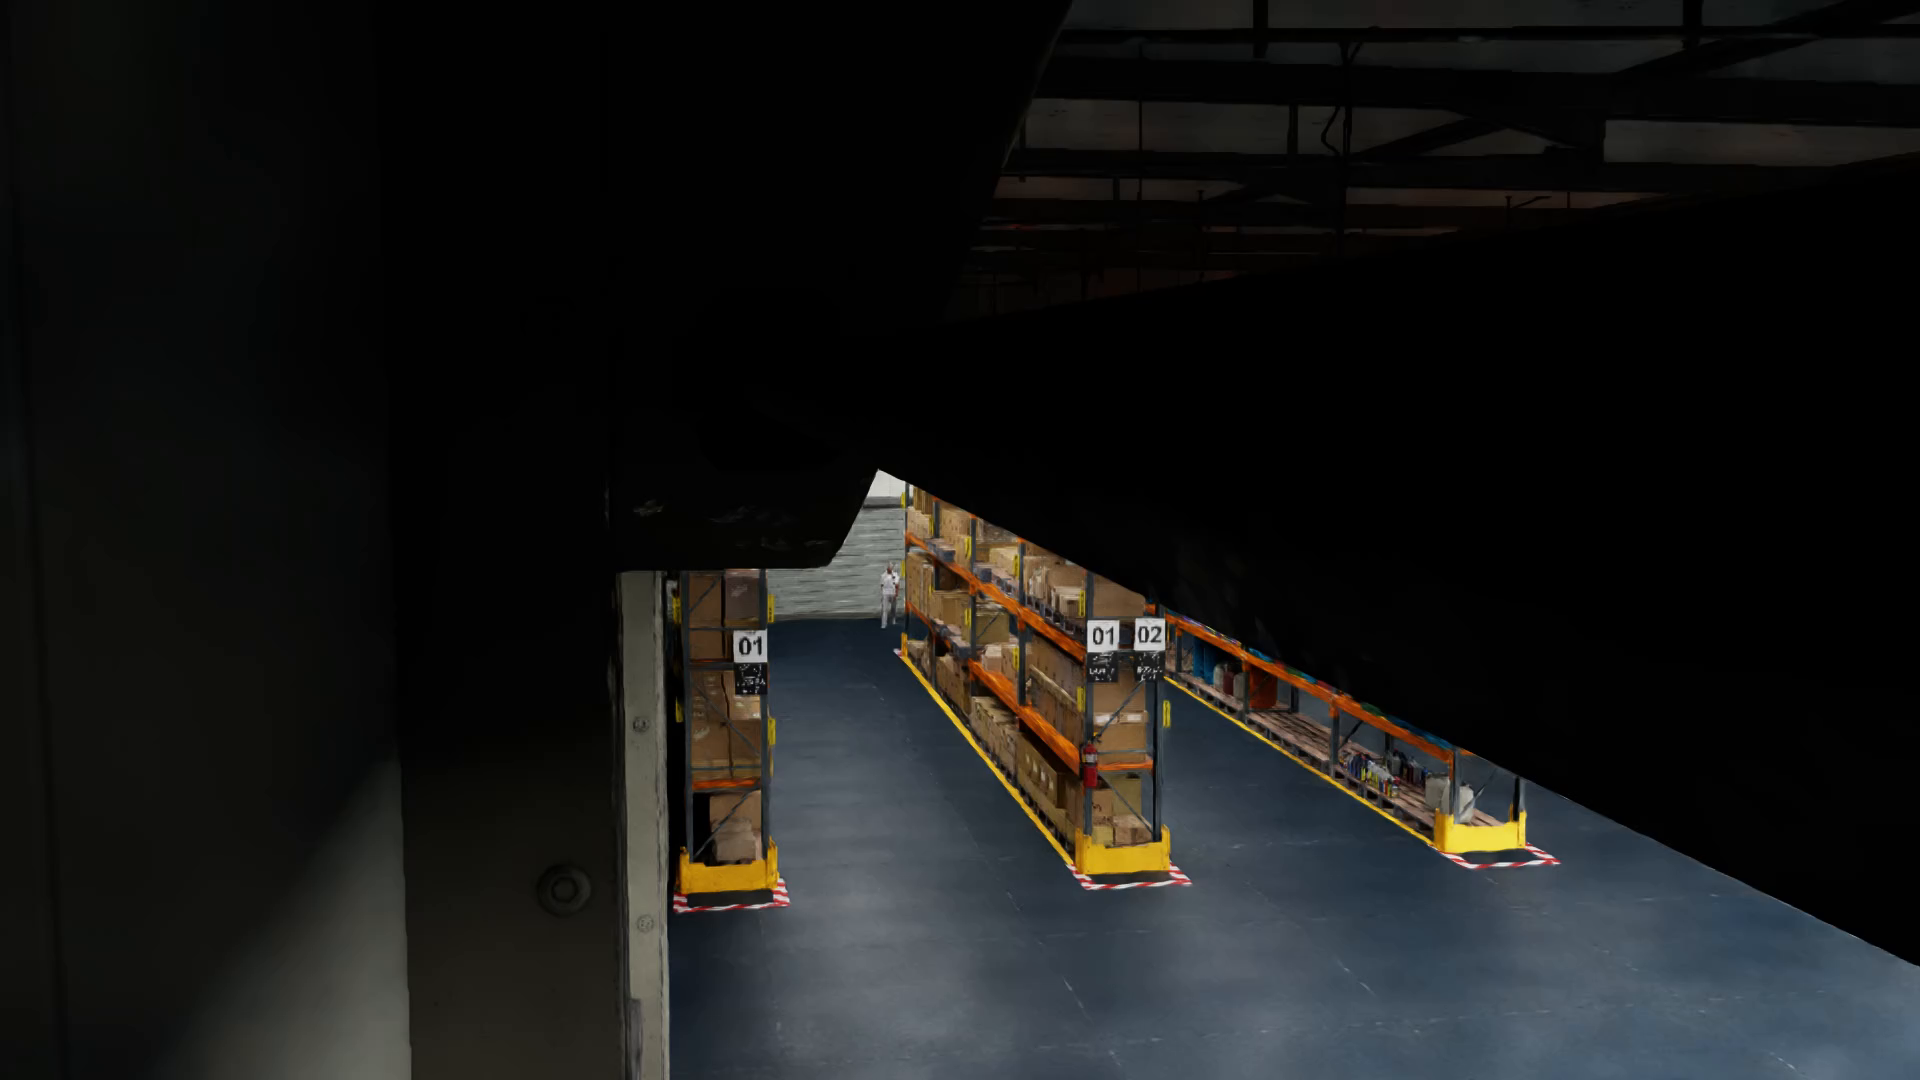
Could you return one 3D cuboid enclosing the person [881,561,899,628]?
[{"bbox_3d":[-1.699,1.308,40.493,0.444,1.620,0.990,0,6,-1],"label":"person"}]
